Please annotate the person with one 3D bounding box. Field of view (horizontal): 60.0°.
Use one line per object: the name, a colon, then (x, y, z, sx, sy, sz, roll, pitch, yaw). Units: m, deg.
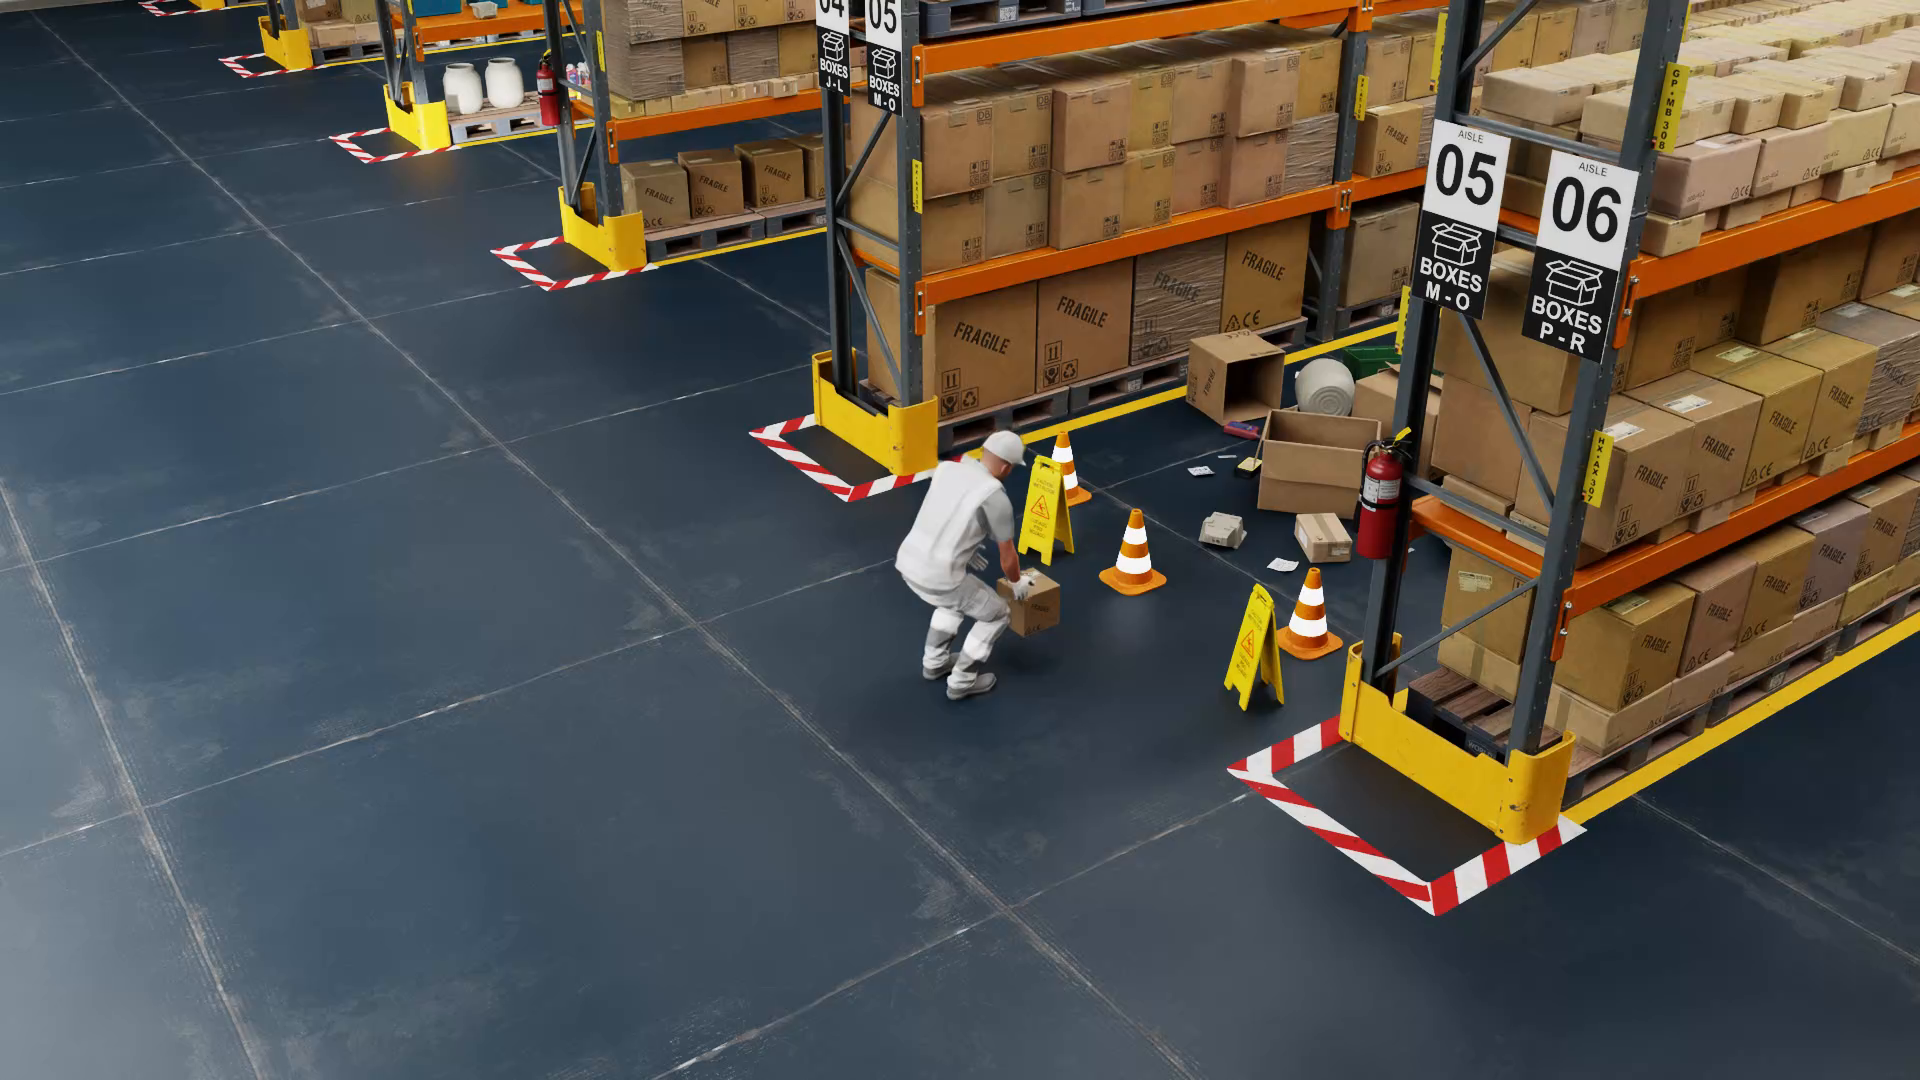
person: (0.019, 0.120, 8.805, 0.780, 1.381, 0.584, -19, 33, -31)
